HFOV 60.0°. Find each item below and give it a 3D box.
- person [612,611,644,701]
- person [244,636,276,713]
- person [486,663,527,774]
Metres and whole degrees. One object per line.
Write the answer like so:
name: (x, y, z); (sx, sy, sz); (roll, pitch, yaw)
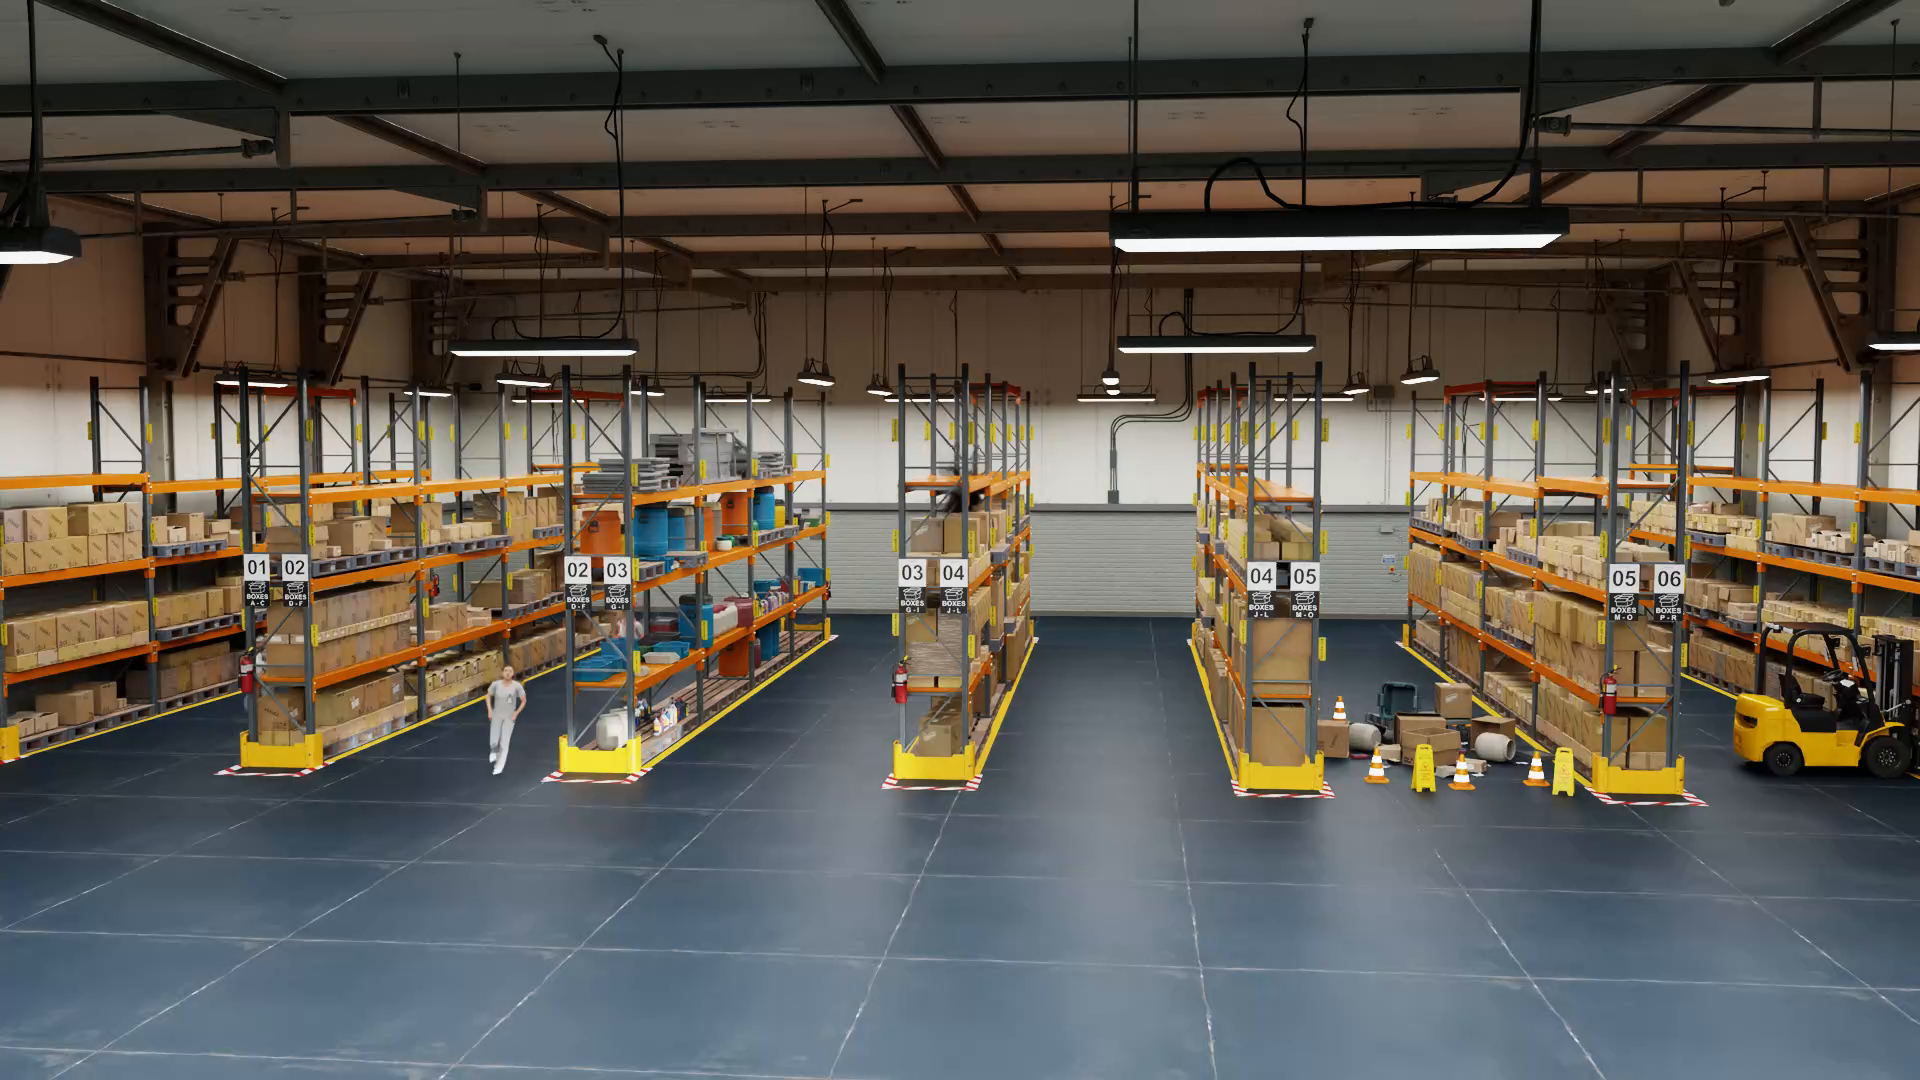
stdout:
person: (-6.248, 2.113, 31.305); (0.667, 1.767, 0.740); (1, 4, 9)
person: (-11.542, 2.414, 27.507); (0.663, 1.664, 0.583); (1, 4, 8)
person: (-6.711, 2.641, 24.621); (0.592, 1.654, 0.550); (-1, 4, -11)
